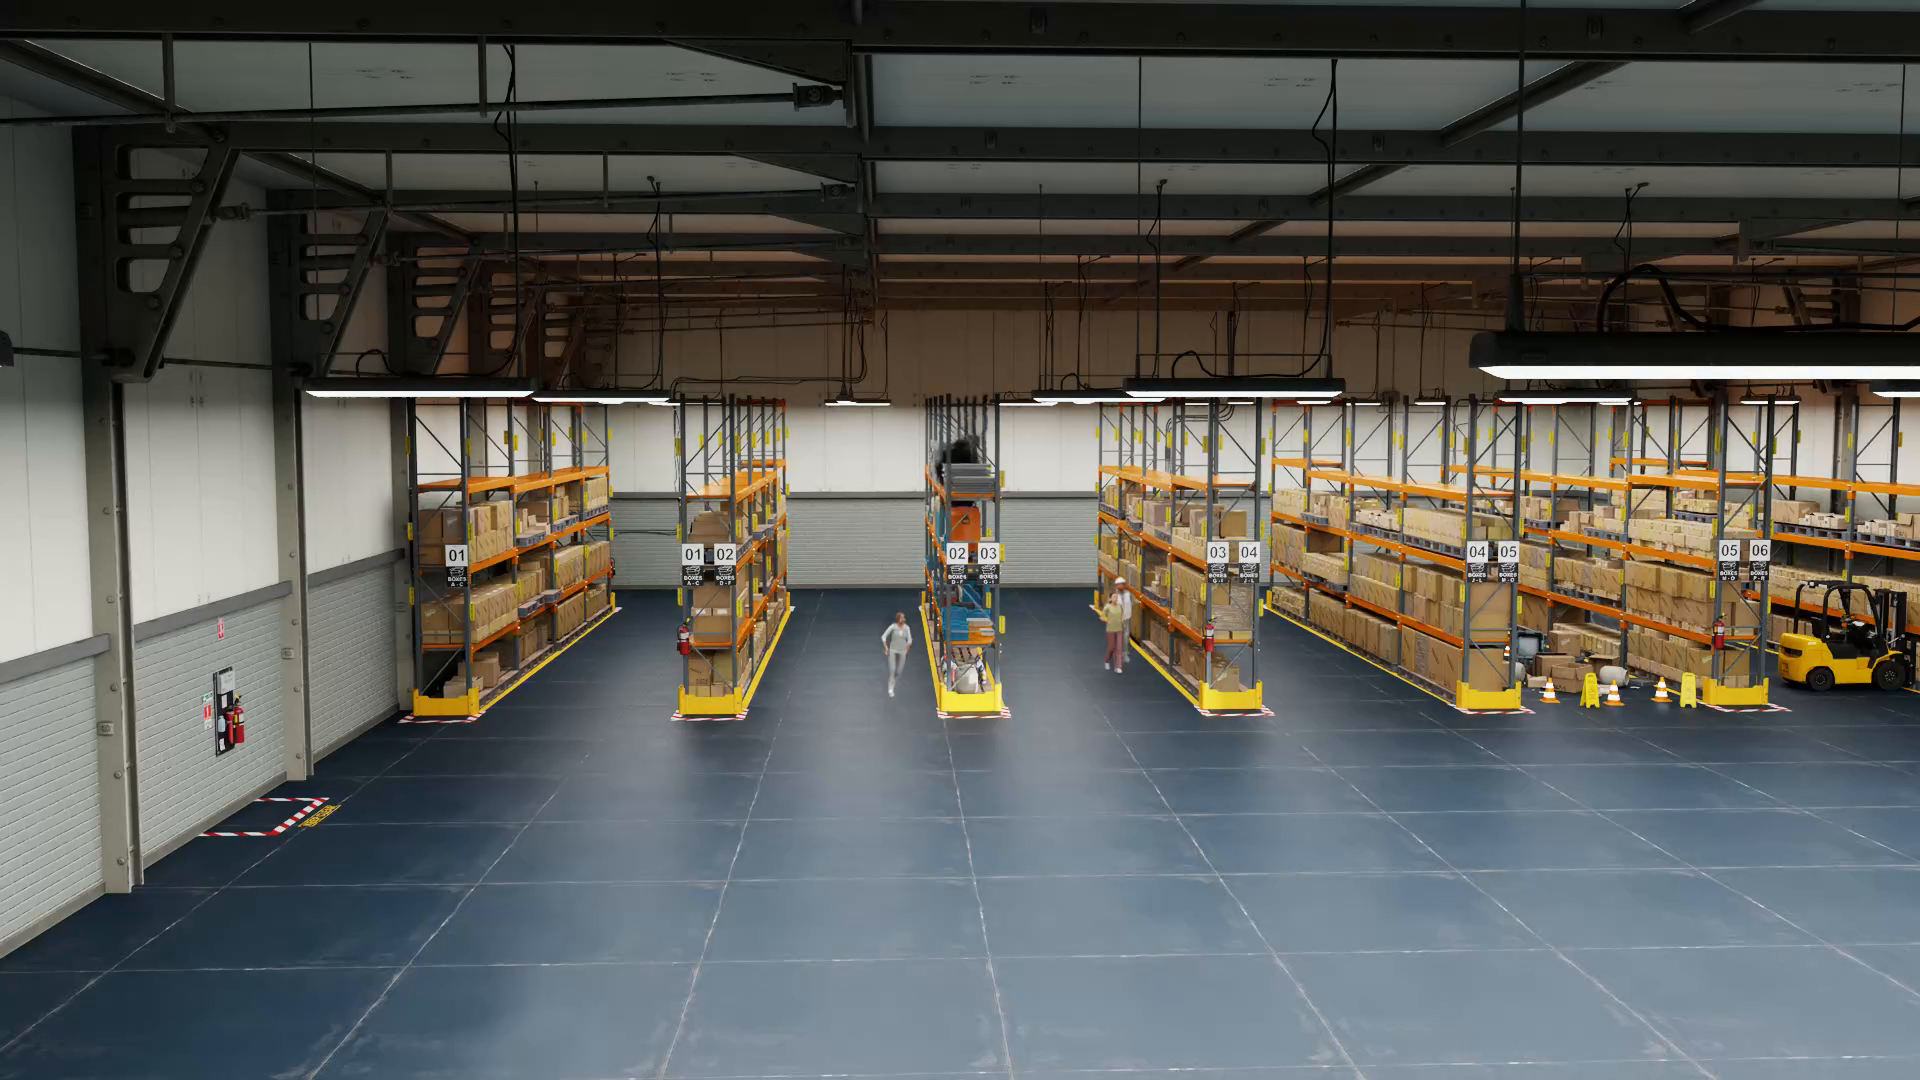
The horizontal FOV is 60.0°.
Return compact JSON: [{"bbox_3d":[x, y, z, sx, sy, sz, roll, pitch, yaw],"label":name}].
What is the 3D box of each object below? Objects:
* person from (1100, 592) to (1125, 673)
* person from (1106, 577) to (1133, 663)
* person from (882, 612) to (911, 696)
[{"bbox_3d":[3.174,1.873,34.238,0.580,1.631,0.767,-1,5,-17],"label":"person"},{"bbox_3d":[3.457,1.711,35.743,0.657,1.817,0.873,-1,5,-7],"label":"person"},{"bbox_3d":[-1.206,2.165,31.826,0.581,1.578,0.530,-1,5,-14],"label":"person"}]
